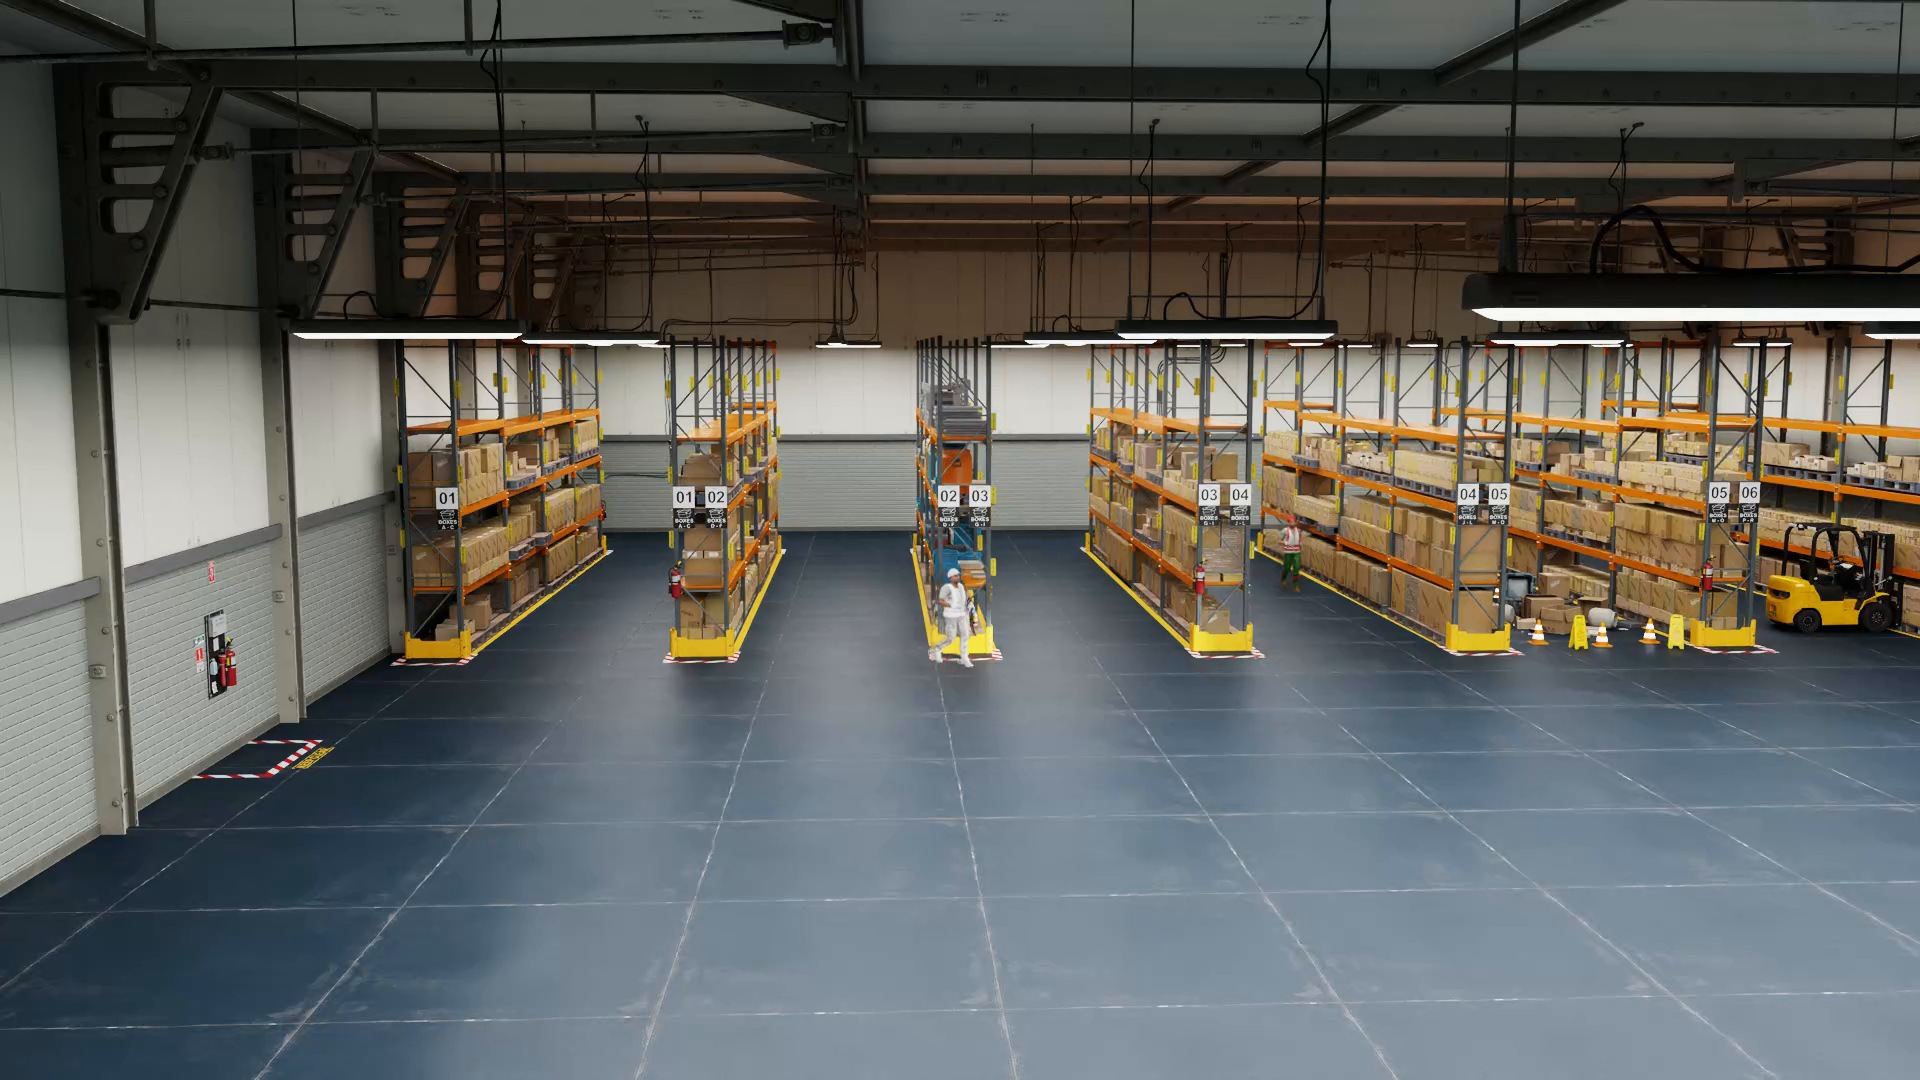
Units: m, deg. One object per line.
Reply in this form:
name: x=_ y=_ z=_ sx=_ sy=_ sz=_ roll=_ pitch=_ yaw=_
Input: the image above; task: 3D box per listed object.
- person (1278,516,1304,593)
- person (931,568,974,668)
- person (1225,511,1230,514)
person: x=7.895 y=0.314 z=39.632 sx=0.656 sy=1.786 sz=0.987 roll=-1 pitch=7 yaw=-8
person: x=-0.129 y=1.406 z=30.211 sx=0.873 sy=1.800 sz=0.705 roll=4 pitch=8 yaw=34
person: x=7.418 y=-0.451 z=46.725 sx=0.698 sy=1.789 sz=0.665 roll=1 pitch=7 yaw=7
